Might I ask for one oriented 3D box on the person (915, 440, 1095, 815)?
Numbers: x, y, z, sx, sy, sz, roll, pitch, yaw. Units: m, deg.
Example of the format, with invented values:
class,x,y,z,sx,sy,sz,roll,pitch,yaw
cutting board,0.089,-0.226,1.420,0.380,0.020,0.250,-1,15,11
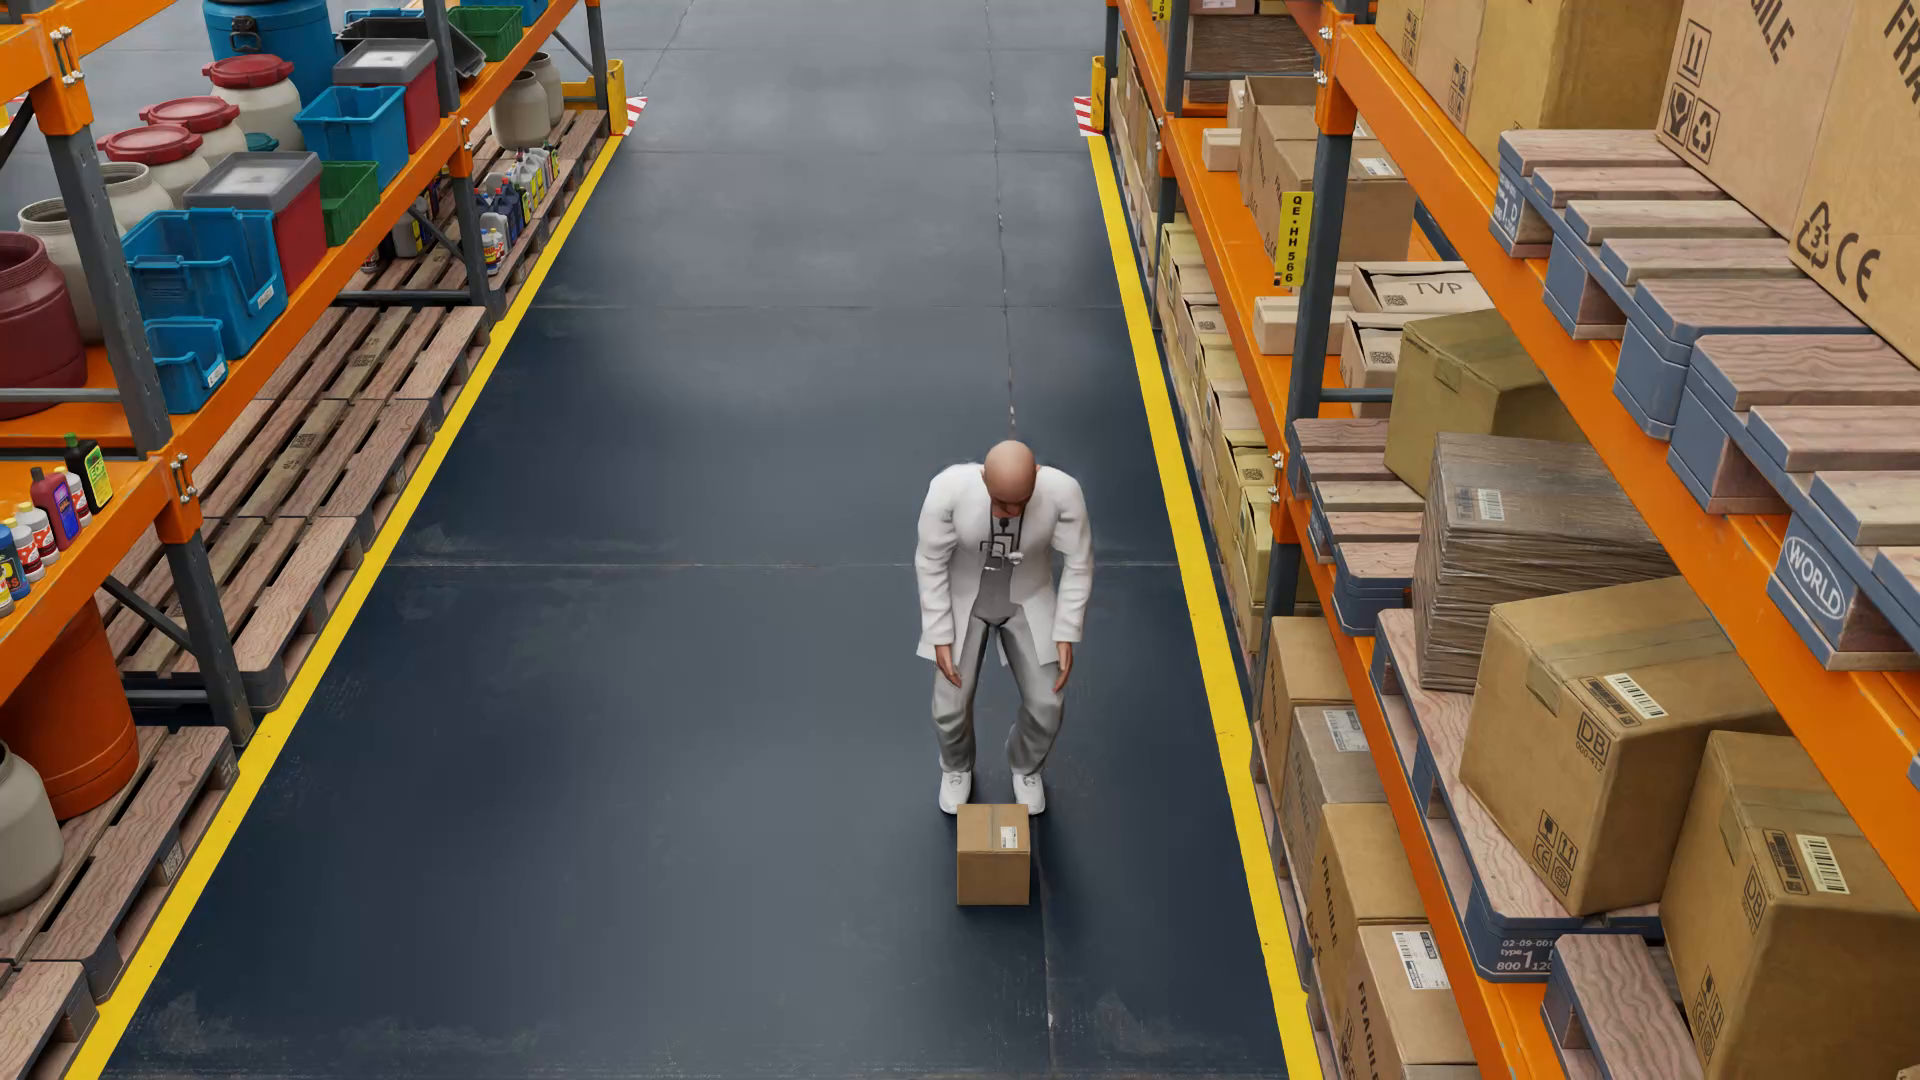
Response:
class,x,y,z,sx,sy,sz,roll,pitch,yaw
person,0.154,0.271,5.890,0.623,1.588,0.588,0,31,0
